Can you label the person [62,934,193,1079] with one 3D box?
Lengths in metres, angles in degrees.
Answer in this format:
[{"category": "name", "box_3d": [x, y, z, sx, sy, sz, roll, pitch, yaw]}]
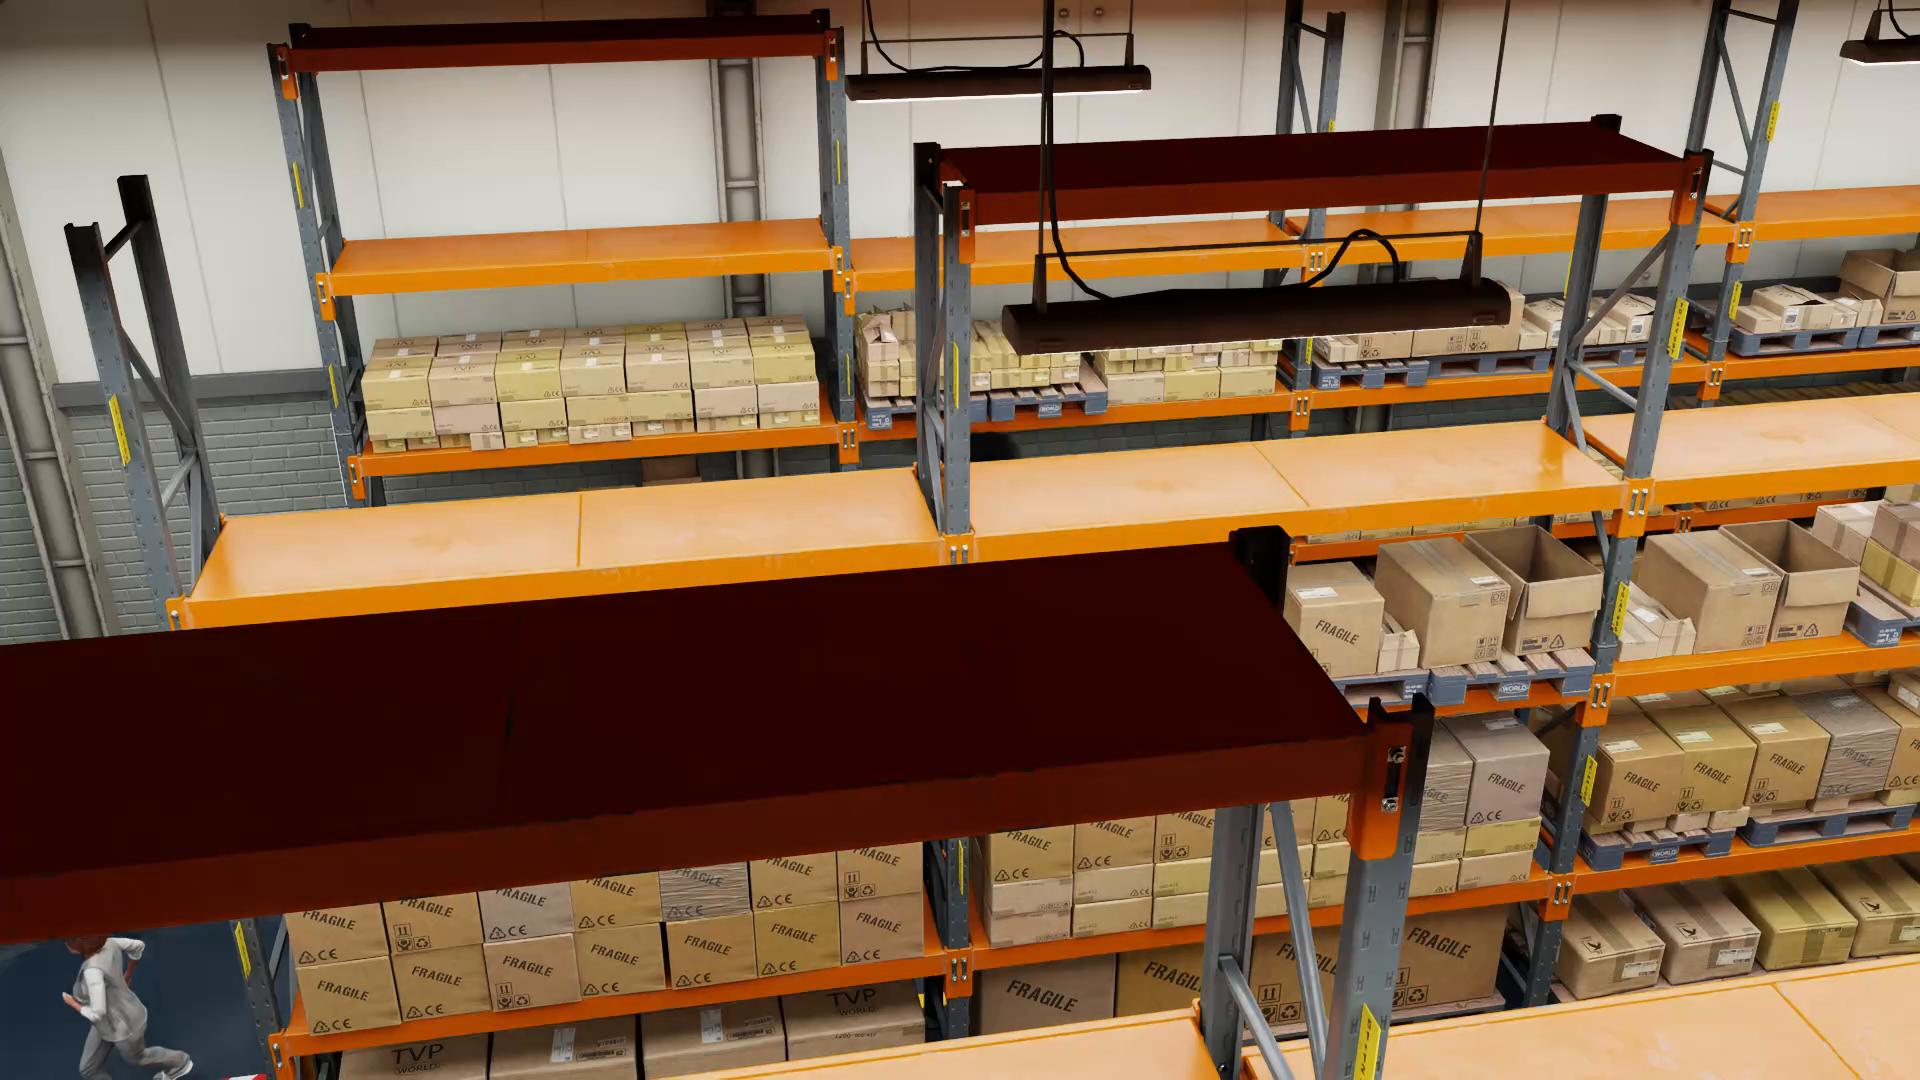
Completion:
[{"category": "person", "box_3d": [-5.239, 2.987, 10.303, 0.745, 1.602, 0.588, -18, 31, -33]}]
